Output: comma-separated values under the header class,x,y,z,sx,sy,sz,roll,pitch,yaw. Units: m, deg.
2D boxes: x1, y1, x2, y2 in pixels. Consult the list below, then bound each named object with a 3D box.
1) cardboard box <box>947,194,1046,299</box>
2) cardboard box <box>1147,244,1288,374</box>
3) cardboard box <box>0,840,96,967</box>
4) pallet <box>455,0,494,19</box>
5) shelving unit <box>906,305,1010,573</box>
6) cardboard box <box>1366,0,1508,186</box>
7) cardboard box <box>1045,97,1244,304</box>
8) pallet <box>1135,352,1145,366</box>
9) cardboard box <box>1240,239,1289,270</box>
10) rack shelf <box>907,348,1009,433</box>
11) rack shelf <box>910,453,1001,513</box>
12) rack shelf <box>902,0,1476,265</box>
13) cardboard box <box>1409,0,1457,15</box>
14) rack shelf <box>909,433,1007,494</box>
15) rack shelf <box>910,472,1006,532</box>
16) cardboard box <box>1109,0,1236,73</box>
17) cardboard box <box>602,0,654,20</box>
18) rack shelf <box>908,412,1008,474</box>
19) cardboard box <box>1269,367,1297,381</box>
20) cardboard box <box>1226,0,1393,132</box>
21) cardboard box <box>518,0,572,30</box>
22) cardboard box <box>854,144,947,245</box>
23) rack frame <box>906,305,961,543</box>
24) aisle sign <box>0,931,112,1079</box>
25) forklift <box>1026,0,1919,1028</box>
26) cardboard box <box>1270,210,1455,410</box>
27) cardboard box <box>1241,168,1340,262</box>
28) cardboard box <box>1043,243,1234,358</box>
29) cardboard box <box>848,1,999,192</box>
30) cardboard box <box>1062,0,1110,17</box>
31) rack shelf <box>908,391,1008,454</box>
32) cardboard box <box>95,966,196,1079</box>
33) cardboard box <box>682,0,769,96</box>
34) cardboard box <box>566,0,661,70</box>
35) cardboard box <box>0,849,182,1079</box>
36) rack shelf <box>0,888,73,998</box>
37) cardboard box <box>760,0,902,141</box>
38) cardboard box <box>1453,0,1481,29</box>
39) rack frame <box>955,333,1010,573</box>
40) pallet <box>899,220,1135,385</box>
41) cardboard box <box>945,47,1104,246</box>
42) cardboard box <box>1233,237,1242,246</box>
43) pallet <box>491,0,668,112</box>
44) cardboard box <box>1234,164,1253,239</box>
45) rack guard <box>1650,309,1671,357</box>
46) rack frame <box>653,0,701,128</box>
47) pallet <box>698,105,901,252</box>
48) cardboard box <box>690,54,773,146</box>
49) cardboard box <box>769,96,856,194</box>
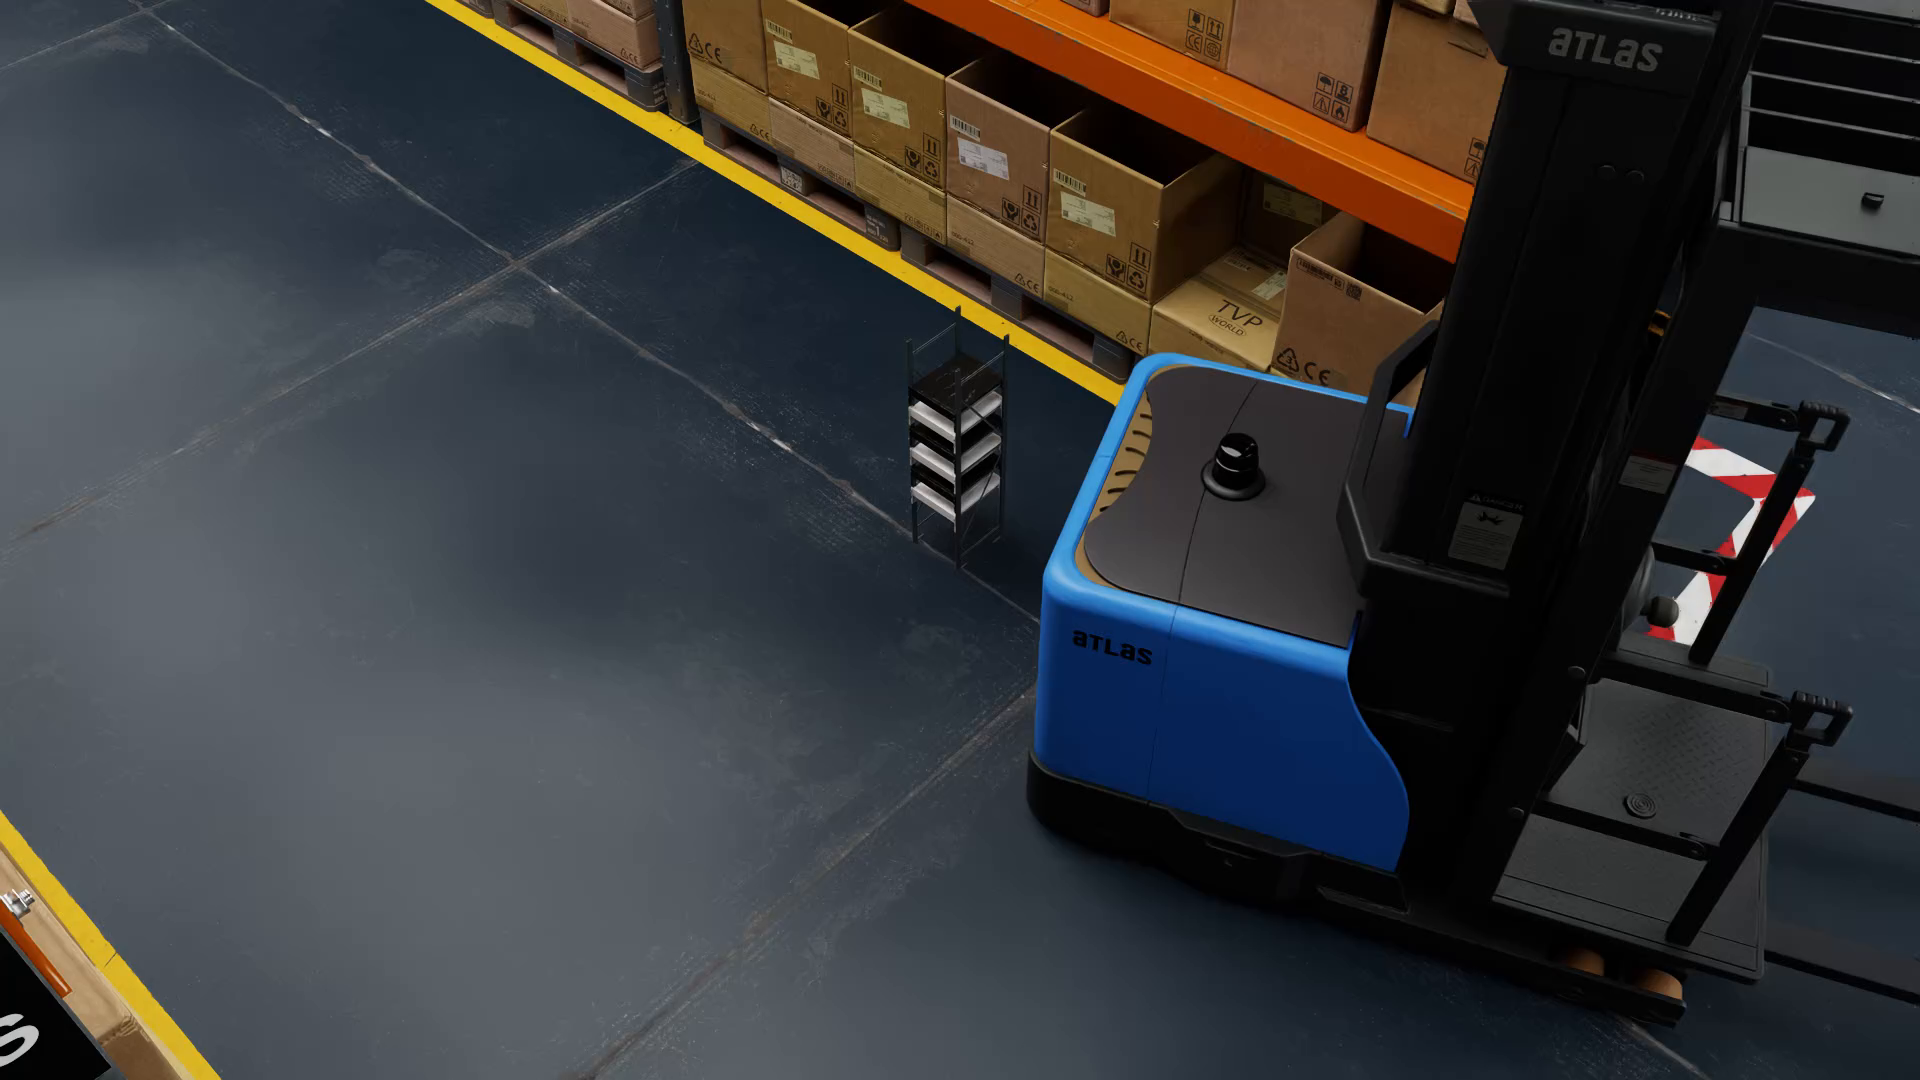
class,x,y,z,sx,sy,sz,roll,pitch,yaw
cardboard box,0.298,-1.252,6.466,0.500,0.250,0.500,34,55,28
cardboard box,1.033,-0.757,6.002,0.500,0.250,0.500,34,55,28
cardboard box,-1.857,0.589,2.714,0.500,0.500,0.500,34,55,28
pallet,-2.405,-3.177,8.588,1.213,0.211,1.003,34,55,28
shelving unit,-0.006,-0.312,5.426,0.210,0.900,0.258,34,55,28
cardboard box,1.669,-1.479,5.013,0.500,0.500,0.700,34,55,28
cardboard box,0.662,-1.259,5.958,0.500,0.500,0.500,34,55,28
pallet,1.413,-0.608,6.176,1.213,0.211,1.003,34,55,28
cardboard box,1.390,-1.039,6.266,0.500,0.250,0.500,34,55,28
rack shelf,-0.006,-0.474,5.253,0.200,0.077,0.258,34,55,28
rack shelf,-0.006,-0.228,5.516,0.200,0.077,0.258,34,55,28
rack shelf,0.533,-1.950,6.017,4.000,0.370,1.077,34,55,28
cardboard box,1.400,-1.679,4.755,0.250,0.149,0.380,35,56,28
rack shelf,-0.006,-0.289,5.450,0.200,0.077,0.258,34,55,28
rack shelf,-0.006,-0.166,5.581,0.200,0.077,0.258,34,55,28
cardboard box,0.919,-1.985,5.487,0.500,0.500,0.700,34,56,28
cardboard box,-1.428,-2.626,7.372,0.500,0.311,0.500,34,55,28
rack shelf,-0.006,-0.351,5.384,0.200,0.077,0.258,34,55,28
cardboard box,1.409,-0.517,5.776,0.500,0.250,0.500,34,55,28
cardboard box,1.280,-1.736,5.254,0.500,0.500,0.700,35,56,29
cardboard box,-1.808,-2.688,7.815,0.500,0.250,0.500,33,55,27
cardboard box,-0.073,-1.496,6.695,0.500,0.250,0.500,34,55,28
rack frame,-0.081,-0.362,5.473,0.006,0.900,0.240,34,55,28
aisle sign,-1.098,0.433,1.502,0.004,0.787,0.394,34,55,28
forklift,1.770,-0.131,3.863,3.031,2.935,1.130,15,49,13
cardboard box,1.407,-0.772,5.501,0.500,0.500,0.500,34,55,28
cardboard box,1.391,-1.297,5.994,0.500,0.500,0.500,34,55,28
cardboard box,0.664,-1.004,6.233,0.500,0.250,0.500,34,55,28
cardboard box,-0.073,-1.753,6.422,0.500,0.500,0.500,34,55,28
cardboard box,0.529,-2.243,5.730,0.500,0.500,0.700,36,56,29
rack shelf,-0.006,-0.412,5.319,0.200,0.077,0.258,34,55,28
cardboard box,-1.497,1.082,2.766,0.500,0.250,0.500,32,55,27
cardboard box,-0.808,-2.247,6.886,0.500,0.500,0.500,34,55,28
cardboard box,-1.438,-2.437,7.579,0.500,0.250,0.500,33,55,27
cardboard box,-1.501,0.839,2.479,0.500,0.500,0.500,34,55,28
rack shelf,-2.824,-0.321,2.430,4.000,0.370,1.077,34,55,28
cardboard box,-0.435,-2.004,6.658,0.500,0.500,0.500,34,55,28
cardboard box,1.593,-1.550,4.634,0.250,0.149,0.380,33,55,27
rack frame,0.069,-0.262,5.379,0.006,0.900,0.240,34,55,28
pallet,0.520,-1.212,6.743,1.213,0.211,1.003,34,55,28
cardboard box,0.296,-1.507,6.191,0.500,0.500,0.500,34,55,28
cardboard box,1.023,-1.287,6.499,0.500,0.250,0.500,34,55,28
pallet,-1.504,-2.574,8.022,1.213,0.211,1.003,34,55,28
cardboard box,1.015,-1.537,6.219,0.500,0.500,0.500,34,55,28
rack guard,2.021,-0.340,5.726,0.348,0.500,1.175,34,55,28
rack frame,-0.936,-3.185,6.683,0.127,3.000,1.000,34,55,28
pallet,-0.380,-1.815,7.309,1.213,0.211,1.003,34,55,28
cardboard box,-0.801,-1.996,7.164,0.500,0.250,0.500,34,55,28
cardboard box,-0.437,-1.746,6.930,0.500,0.250,0.500,34,55,28
